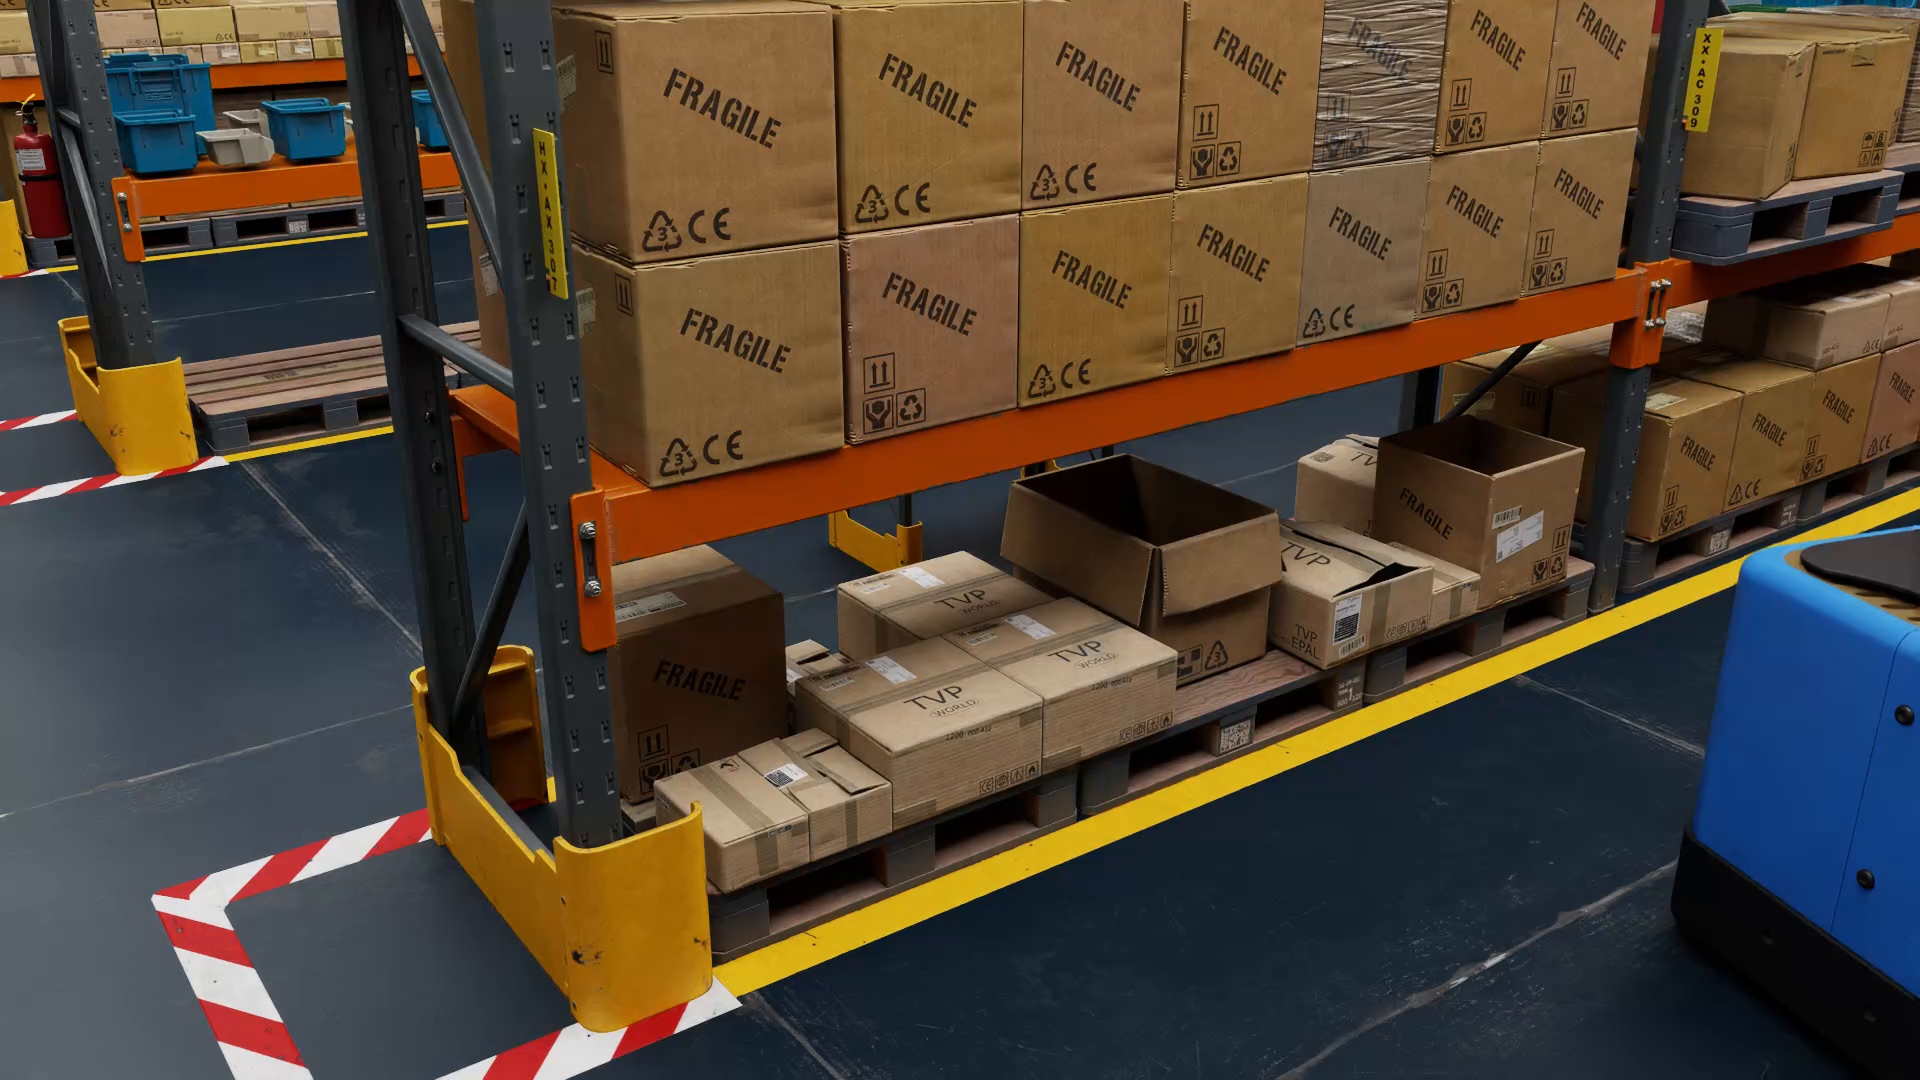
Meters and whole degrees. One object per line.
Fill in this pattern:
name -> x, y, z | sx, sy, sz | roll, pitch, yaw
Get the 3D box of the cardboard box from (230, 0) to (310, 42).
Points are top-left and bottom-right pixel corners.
cardboard box -> -5.117, -3.816, 12.213 | 0.500, 0.250, 0.500 | -16, 27, -34

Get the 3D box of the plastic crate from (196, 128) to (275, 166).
plastic crate -> -3.319, -1.802, 7.641 | 0.298, 0.136, 0.250 | -15, 26, -33

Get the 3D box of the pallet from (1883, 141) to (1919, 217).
pallet -> 3.787, -1.627, 7.186 | 1.213, 0.211, 1.003 | -15, 26, -33

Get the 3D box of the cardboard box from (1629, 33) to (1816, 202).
cardboard box -> 2.631, -1.550, 6.031 | 0.700, 0.500, 0.500 | 14, 26, 32

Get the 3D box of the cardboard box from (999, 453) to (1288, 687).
cardboard box -> 0.594, 0.091, 5.397 | 0.637, 0.503, 0.797 | -15, 26, -33

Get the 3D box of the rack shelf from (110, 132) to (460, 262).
rack shelf -> -2.397, -1.997, 8.824 | 4.000, 0.370, 1.077 | -15, 26, -33

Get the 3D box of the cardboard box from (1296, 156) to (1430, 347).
cardboard box -> 1.027, -0.910, 4.995 | 0.500, 0.500, 0.500 | -14, 26, -32

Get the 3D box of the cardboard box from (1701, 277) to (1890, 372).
cardboard box -> 3.463, -0.912, 6.903 | 0.500, 0.250, 0.500 | -15, 26, -33

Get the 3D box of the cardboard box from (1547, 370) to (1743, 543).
cardboard box -> 2.651, -0.348, 6.499 | 0.500, 0.500, 0.500 | -16, 27, -35

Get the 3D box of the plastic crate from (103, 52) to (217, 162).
plastic crate -> -3.858, -2.071, 7.910 | 0.499, 0.435, 0.616 | -15, 26, -33

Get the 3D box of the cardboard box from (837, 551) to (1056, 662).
cardboard box -> -0.045, 0.277, 5.270 | 0.500, 0.250, 0.500 | -15, 26, -33

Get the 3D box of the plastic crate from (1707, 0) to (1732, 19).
plastic crate -> 6.219, -4.542, 14.314 | 0.504, 0.338, 0.767 | -15, 26, -33

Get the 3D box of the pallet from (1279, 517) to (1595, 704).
pallet -> 1.558, 0.171, 6.184 | 1.213, 0.211, 1.003 | -15, 26, -33

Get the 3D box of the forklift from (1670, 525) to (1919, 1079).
forklift -> 3.409, -0.348, 3.813 | 3.031, 2.935, 1.130 | -7, 23, -17

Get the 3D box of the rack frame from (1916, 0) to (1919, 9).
rack frame -> 8.967, -5.361, 16.284 | 0.127, 3.000, 1.000 | -15, 26, -33

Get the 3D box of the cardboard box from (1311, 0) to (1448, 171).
cardboard box -> 1.033, -1.376, 4.812 | 0.500, 0.500, 0.500 | -15, 26, -32

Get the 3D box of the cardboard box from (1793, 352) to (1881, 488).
cardboard box -> 3.488, -0.572, 7.062 | 0.500, 0.500, 0.500 | -15, 26, -32

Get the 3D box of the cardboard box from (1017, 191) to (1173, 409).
cardboard box -> 0.208, -0.691, 4.446 | 0.500, 0.500, 0.500 | -15, 26, -33

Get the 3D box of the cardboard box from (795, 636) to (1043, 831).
cardboard box -> -0.118, 0.525, 4.649 | 0.500, 0.250, 0.500 | -15, 26, -33

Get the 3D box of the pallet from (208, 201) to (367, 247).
pallet -> -5.320, -2.552, 13.007 | 1.213, 0.211, 1.003 | -15, 26, -33

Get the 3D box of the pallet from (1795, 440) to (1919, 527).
pallet -> 3.745, -0.431, 7.691 | 1.213, 0.211, 1.003 | -15, 26, -33

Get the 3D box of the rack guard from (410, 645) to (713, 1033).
rack guard -> -1.069, 0.738, 4.374 | 0.348, 0.500, 1.175 | -15, 26, -33

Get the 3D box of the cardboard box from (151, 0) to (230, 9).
cardboard box -> -5.543, -4.050, 11.787 | 0.500, 0.500, 0.500 | -16, 27, -34

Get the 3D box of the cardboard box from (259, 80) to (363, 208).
cardboard box -> -4.979, -3.149, 13.040 | 0.875, 0.875, 0.875 | -15, 26, -33

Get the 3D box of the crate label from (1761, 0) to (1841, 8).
crate label -> 7.631, -4.898, 15.076 | 0.616, 0.435, 0.502 | -15, 26, -33

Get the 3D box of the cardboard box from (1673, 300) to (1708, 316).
cardboard box -> 3.574, -0.833, 7.715 | 0.500, 0.500, 0.500 | -16, 27, -35

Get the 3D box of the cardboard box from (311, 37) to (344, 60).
cardboard box -> -4.765, -3.694, 12.446 | 0.250, 0.149, 0.380 | -15, 26, -34

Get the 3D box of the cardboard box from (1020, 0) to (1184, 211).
cardboard box -> 0.212, -1.157, 4.264 | 0.500, 0.500, 0.500 | -15, 26, -32

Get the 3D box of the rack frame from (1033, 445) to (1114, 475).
rack frame -> 0.482, -0.825, 6.940 | 0.032, 1.500, 0.500 | -15, 26, -33

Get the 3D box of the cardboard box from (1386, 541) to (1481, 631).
cardboard box -> 1.550, 0.155, 5.714 | 0.250, 0.149, 0.380 | -15, 26, -33

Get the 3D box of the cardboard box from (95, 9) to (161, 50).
cardboard box -> -5.948, -3.594, 11.656 | 0.500, 0.250, 0.500 | -15, 26, -33

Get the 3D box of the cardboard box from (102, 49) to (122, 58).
cardboard box -> -6.017, -3.360, 11.609 | 0.250, 0.149, 0.380 | -16, 27, -34

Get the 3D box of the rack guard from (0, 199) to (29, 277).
rack guard -> -6.933, -2.222, 11.790 | 0.348, 0.500, 1.175 | -15, 26, -33

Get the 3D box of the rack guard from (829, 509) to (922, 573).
rack guard -> -0.342, -0.025, 6.621 | 0.087, 0.250, 0.587 | -15, 26, -33

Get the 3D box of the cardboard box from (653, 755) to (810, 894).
cardboard box -> -0.590, 0.726, 4.284 | 0.250, 0.149, 0.380 | -15, 26, -33

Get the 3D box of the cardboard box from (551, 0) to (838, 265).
cardboard box -> -0.617, -0.935, 3.707 | 0.500, 0.500, 0.500 | -14, 26, -31

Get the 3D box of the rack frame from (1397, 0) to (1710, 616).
rack frame -> 2.116, -1.273, 6.039 | 0.127, 3.000, 1.000 | -15, 26, -33

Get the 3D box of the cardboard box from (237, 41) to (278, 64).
cardboard box -> -5.185, -3.582, 12.165 | 0.250, 0.149, 0.380 | -16, 27, -34

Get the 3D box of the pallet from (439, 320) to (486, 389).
pallet -> -2.339, -1.032, 9.198 | 1.213, 0.211, 1.003 | -15, 26, -33

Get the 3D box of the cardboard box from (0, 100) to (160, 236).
cardboard box -> -6.440, -2.759, 12.063 | 0.875, 0.875, 0.875 | -15, 26, -33

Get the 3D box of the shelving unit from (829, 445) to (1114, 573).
shelving unit -> 0.062, -0.713, 6.660 | 1.083, 1.500, 0.587 | -15, 26, -33

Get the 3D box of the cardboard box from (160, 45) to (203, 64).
cardboard box -> -5.599, -3.472, 11.889 | 0.250, 0.149, 0.380 | -16, 27, -34

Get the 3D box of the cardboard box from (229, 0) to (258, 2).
cardboard box -> -5.429, -3.975, 12.612 | 0.500, 0.250, 0.500 | -15, 26, -33

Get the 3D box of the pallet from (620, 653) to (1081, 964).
pallet -> -0.423, 0.699, 4.860 | 1.213, 0.211, 1.003 | -15, 26, -33

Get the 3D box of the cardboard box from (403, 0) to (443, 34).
cardboard box -> -4.290, -4.035, 12.762 | 0.500, 0.250, 0.500 | -14, 26, -31

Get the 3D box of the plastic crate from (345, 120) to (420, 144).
plastic crate -> -2.769, -1.949, 8.009 | 0.298, 0.136, 0.250 | -15, 26, -33

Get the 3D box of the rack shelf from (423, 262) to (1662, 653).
rack shelf -> 0.493, -0.506, 5.087 | 4.000, 0.370, 1.077 | -15, 26, -33

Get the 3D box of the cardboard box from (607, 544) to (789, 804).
cardboard box -> -0.833, 0.358, 4.731 | 0.500, 0.500, 0.500 | -15, 26, -33

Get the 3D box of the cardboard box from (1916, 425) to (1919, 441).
cardboard box -> 4.321, -0.797, 7.625 | 0.500, 0.500, 0.500 | -16, 27, -35

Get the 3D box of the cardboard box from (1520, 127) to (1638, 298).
cardboard box -> 1.860, -1.134, 5.556 | 0.500, 0.500, 0.500 | -14, 26, -32

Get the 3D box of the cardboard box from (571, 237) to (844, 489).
cardboard box -> -0.617, -0.470, 3.892 | 0.500, 0.500, 0.500 | -14, 26, -32

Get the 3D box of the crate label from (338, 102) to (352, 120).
crate label -> -3.009, -2.160, 8.538 | 0.243, 0.136, 0.396 | -15, 26, -33

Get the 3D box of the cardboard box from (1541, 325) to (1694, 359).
cardboard box -> 2.756, -0.614, 7.166 | 0.500, 0.500, 0.500 | -15, 26, -33

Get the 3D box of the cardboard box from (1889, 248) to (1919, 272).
cardboard box -> 4.698, -1.244, 7.733 | 0.500, 0.250, 0.500 | -14, 26, -31

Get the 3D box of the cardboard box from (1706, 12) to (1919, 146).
cardboard box -> 3.514, -1.915, 6.947 | 0.700, 0.500, 0.500 | 17, 27, 36

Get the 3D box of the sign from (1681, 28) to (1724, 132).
sign -> 2.439, -1.513, 5.473 | 0.005, 0.325, 0.100 | -15, 26, -33

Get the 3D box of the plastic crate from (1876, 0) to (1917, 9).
plastic crate -> 8.736, -5.094, 15.815 | 0.616, 0.251, 0.499 | -15, 26, -33

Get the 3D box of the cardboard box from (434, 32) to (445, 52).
cardboard box -> -4.140, -3.861, 12.865 | 0.250, 0.149, 0.380 | -15, 26, -34

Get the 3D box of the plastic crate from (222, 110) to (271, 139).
plastic crate -> -3.464, -2.034, 8.222 | 0.243, 0.136, 0.396 | -15, 26, -33

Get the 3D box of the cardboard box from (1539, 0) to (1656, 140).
cardboard box -> 1.857, -1.596, 5.365 | 0.500, 0.500, 0.500 | -15, 26, -33
